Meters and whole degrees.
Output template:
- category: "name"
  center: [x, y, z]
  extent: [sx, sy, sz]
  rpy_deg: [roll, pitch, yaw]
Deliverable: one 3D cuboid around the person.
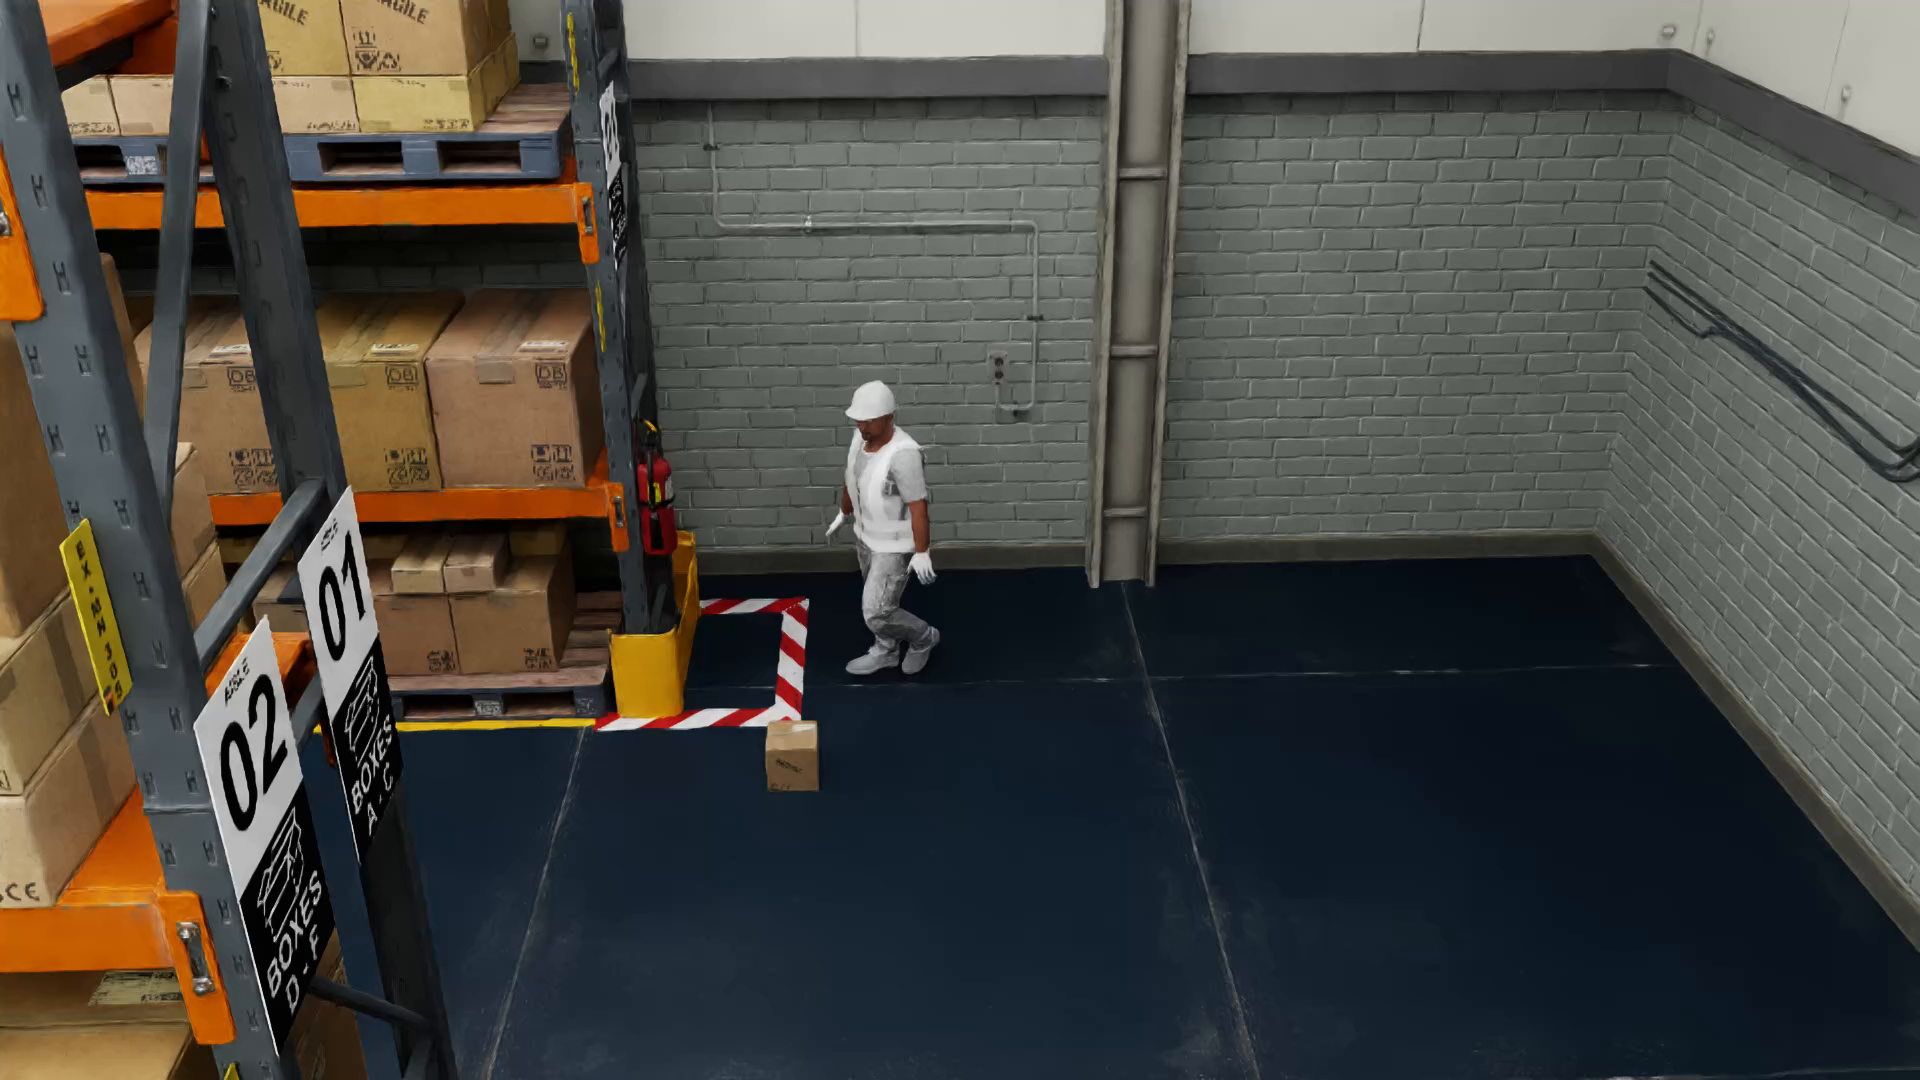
- category: "person"
  center: [-0.358, -0.021, 8.611]
  extent: [0.511, 1.771, 0.712]
  rpy_deg: [-16, 31, -28]
